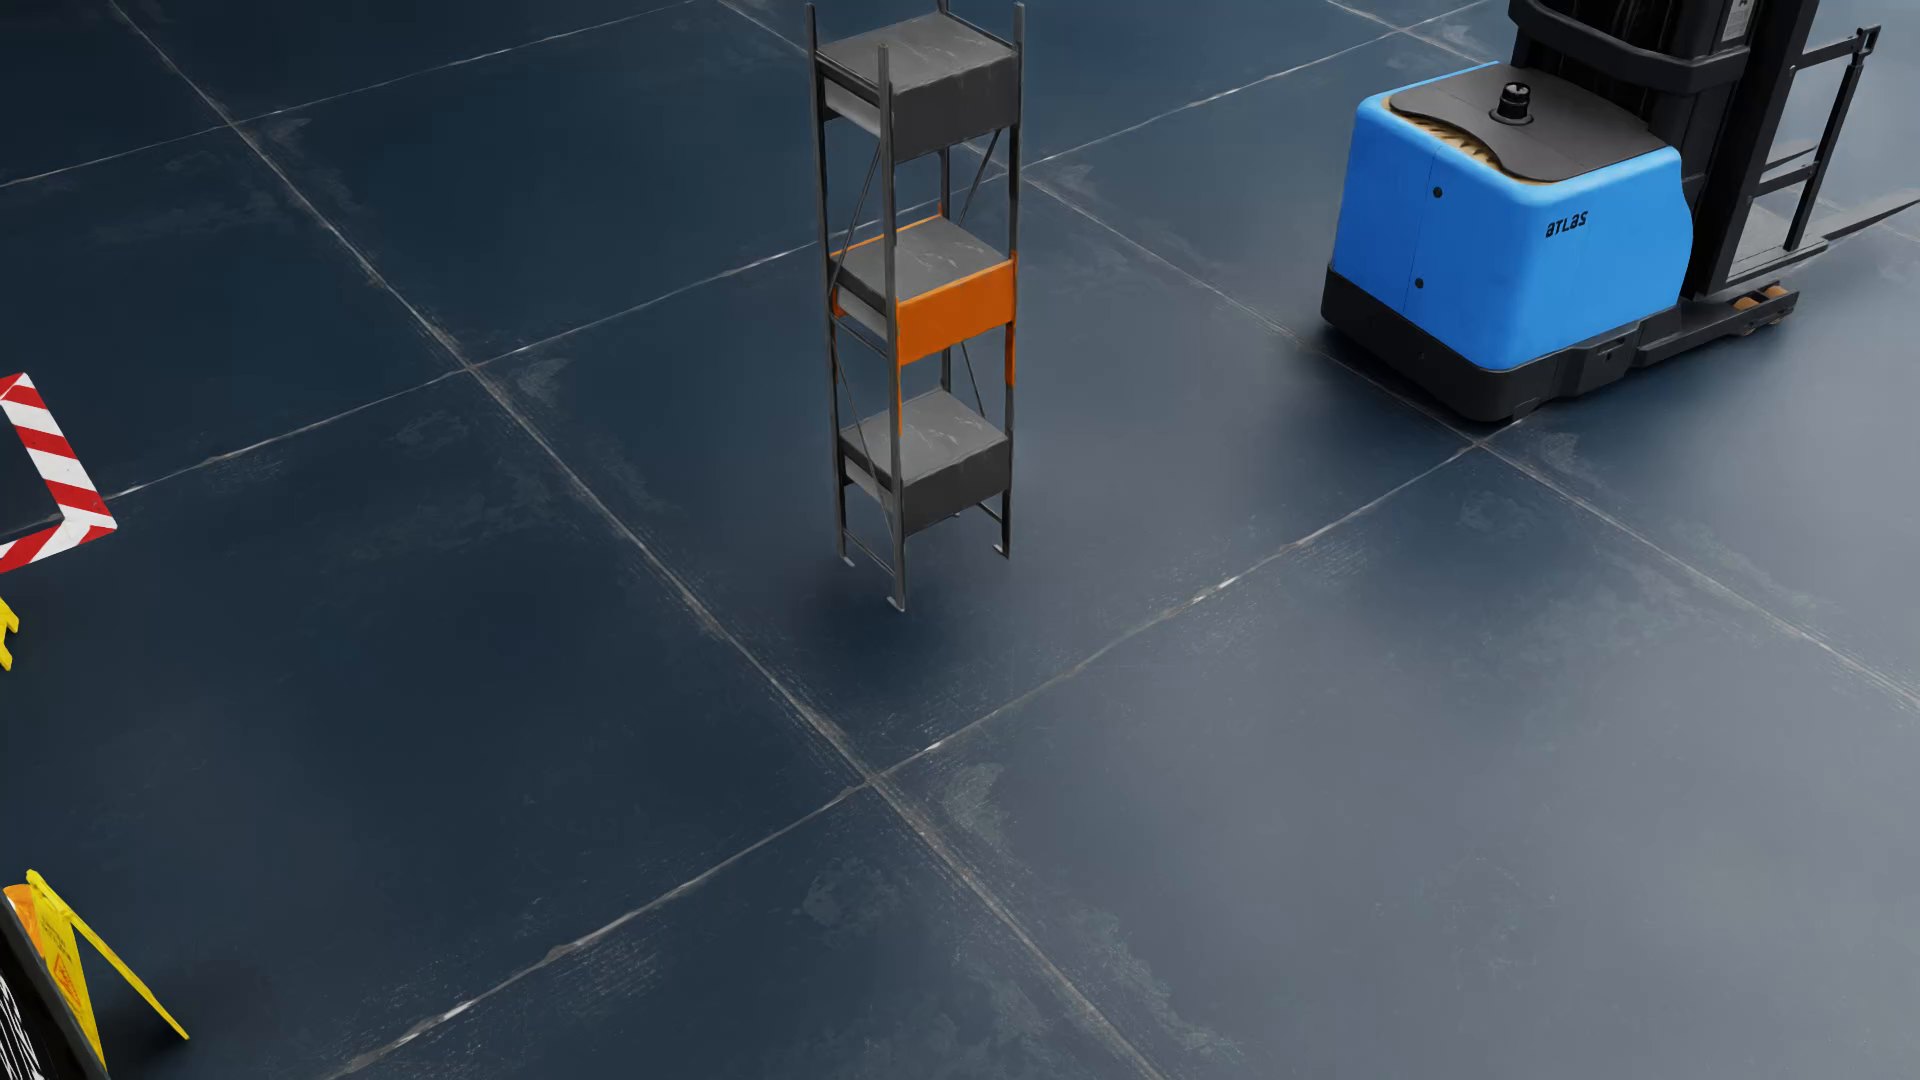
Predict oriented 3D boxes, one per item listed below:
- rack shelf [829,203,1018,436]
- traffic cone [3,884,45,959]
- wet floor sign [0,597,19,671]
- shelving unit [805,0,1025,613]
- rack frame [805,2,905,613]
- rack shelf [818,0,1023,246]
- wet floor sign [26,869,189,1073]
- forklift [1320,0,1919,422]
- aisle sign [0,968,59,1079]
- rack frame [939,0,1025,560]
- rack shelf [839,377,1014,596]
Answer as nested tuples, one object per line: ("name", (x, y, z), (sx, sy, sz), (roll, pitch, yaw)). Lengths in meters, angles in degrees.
("rack shelf", (-0.131, -0.737, 5.515), (0.480, 0.518, 0.431), (-26, 46, -28))
("traffic cone", (-2.820, 0.988, 4.681), (0.334, 0.463, 0.336), (-26, 46, -28))
("wet floor sign", (-3.408, 0.140, 5.571), (0.232, 0.644, 0.267), (-11, 41, -13))
("shelving unit", (-0.131, -0.748, 5.506), (0.503, 2.100, 0.431), (-26, 46, -28))
("rack frame", (-0.325, -0.654, 5.391), (0.015, 2.100, 0.400), (-26, 46, -28))
("rack shelf", (-0.131, -1.278, 5.071), (0.480, 0.518, 0.431), (-26, 46, -28))
("wet floor sign", (-2.298, 1.119, 4.378), (0.267, 0.644, 0.232), (30, 48, 31))
("forklift", (3.127, -2.303, 6.746), (3.031, 2.935, 1.130), (-21, 44, -23))
("aisle sign", (-0.875, 0.334, 1.429), (0.004, 0.787, 0.394), (-26, 46, -28))
("rack frame", (0.062, -0.842, 5.621), (0.015, 2.100, 0.400), (-26, 46, -28))
("rack shelf", (-0.131, -0.196, 5.959), (0.480, 0.518, 0.431), (-26, 46, -28))
